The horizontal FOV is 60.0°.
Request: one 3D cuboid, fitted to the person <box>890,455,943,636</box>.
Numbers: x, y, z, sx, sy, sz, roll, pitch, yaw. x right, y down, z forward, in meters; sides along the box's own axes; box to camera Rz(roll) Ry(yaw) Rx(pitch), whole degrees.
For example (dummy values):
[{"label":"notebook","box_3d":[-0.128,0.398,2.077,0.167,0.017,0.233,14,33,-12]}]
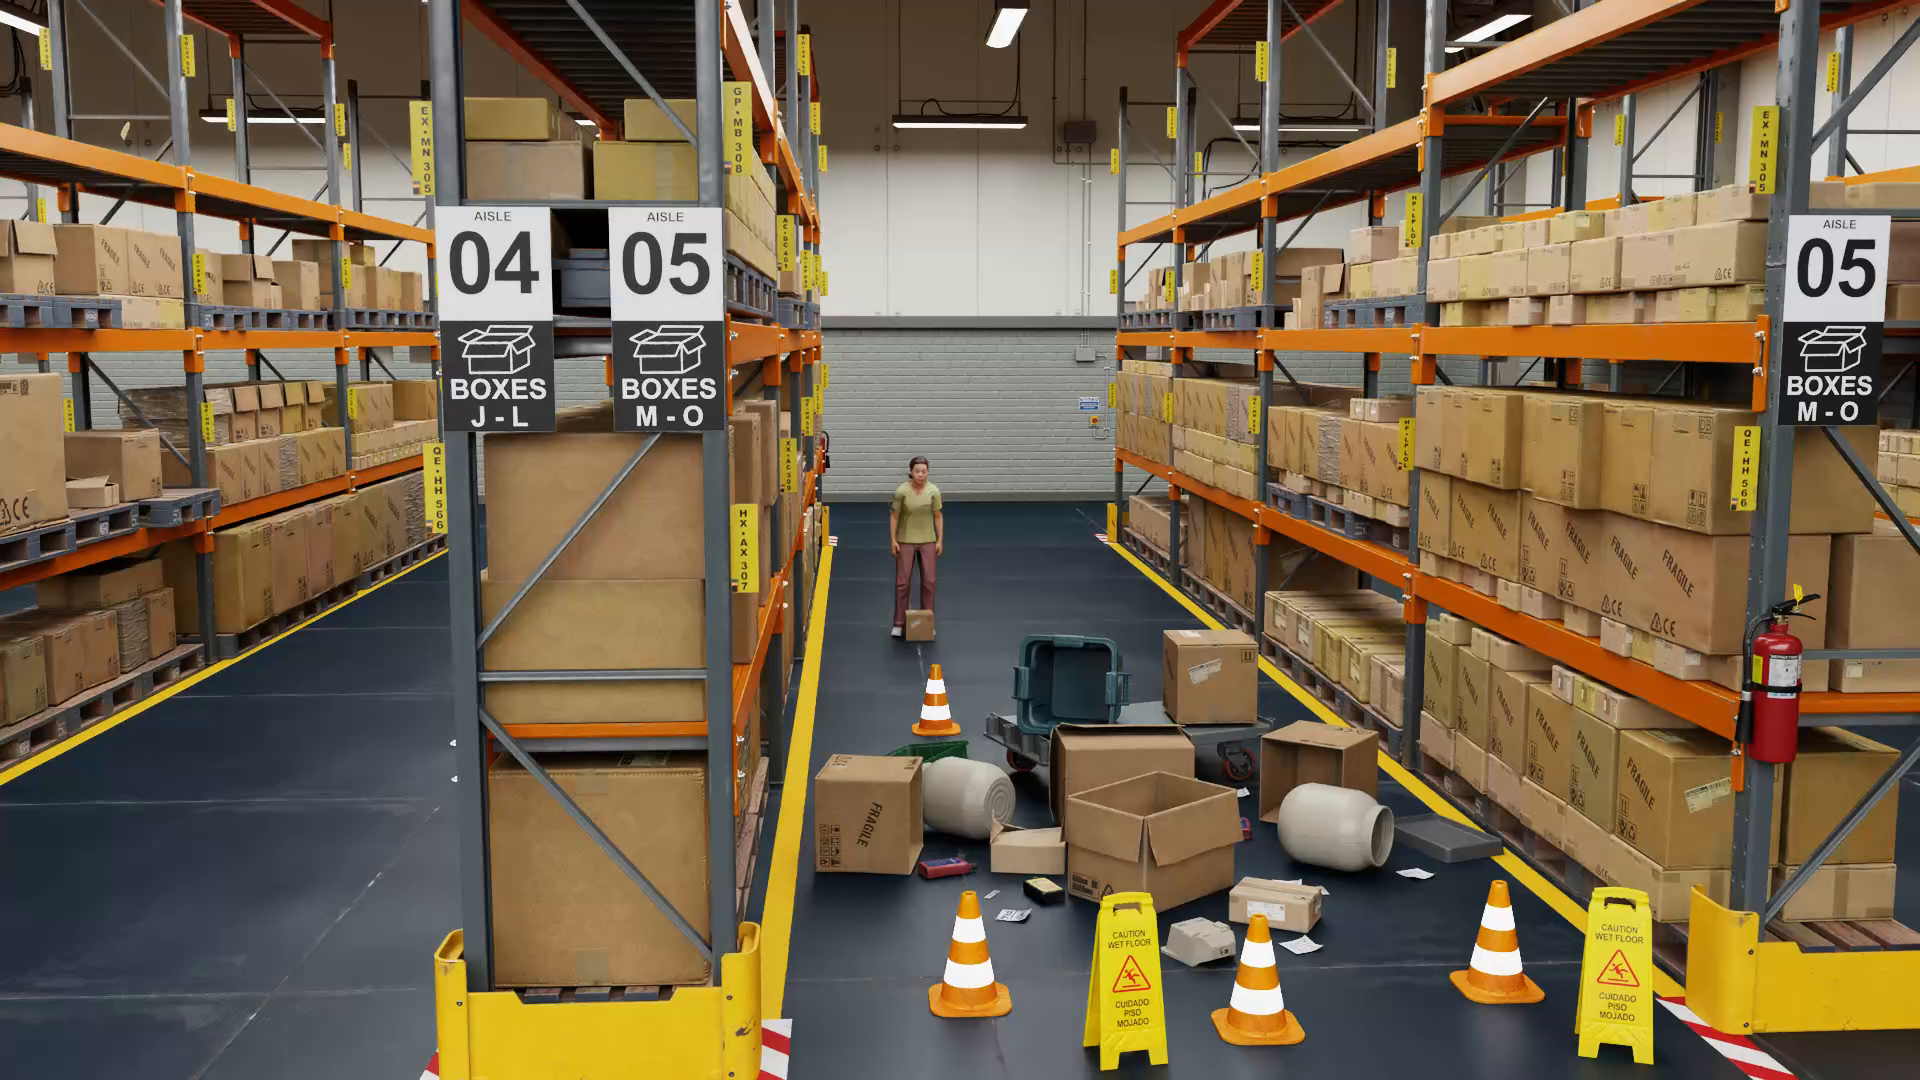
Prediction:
[{"label":"person","box_3d":[-0.398,0.058,15.373,0.502,1.650,0.362,-1,7,-6]}]
